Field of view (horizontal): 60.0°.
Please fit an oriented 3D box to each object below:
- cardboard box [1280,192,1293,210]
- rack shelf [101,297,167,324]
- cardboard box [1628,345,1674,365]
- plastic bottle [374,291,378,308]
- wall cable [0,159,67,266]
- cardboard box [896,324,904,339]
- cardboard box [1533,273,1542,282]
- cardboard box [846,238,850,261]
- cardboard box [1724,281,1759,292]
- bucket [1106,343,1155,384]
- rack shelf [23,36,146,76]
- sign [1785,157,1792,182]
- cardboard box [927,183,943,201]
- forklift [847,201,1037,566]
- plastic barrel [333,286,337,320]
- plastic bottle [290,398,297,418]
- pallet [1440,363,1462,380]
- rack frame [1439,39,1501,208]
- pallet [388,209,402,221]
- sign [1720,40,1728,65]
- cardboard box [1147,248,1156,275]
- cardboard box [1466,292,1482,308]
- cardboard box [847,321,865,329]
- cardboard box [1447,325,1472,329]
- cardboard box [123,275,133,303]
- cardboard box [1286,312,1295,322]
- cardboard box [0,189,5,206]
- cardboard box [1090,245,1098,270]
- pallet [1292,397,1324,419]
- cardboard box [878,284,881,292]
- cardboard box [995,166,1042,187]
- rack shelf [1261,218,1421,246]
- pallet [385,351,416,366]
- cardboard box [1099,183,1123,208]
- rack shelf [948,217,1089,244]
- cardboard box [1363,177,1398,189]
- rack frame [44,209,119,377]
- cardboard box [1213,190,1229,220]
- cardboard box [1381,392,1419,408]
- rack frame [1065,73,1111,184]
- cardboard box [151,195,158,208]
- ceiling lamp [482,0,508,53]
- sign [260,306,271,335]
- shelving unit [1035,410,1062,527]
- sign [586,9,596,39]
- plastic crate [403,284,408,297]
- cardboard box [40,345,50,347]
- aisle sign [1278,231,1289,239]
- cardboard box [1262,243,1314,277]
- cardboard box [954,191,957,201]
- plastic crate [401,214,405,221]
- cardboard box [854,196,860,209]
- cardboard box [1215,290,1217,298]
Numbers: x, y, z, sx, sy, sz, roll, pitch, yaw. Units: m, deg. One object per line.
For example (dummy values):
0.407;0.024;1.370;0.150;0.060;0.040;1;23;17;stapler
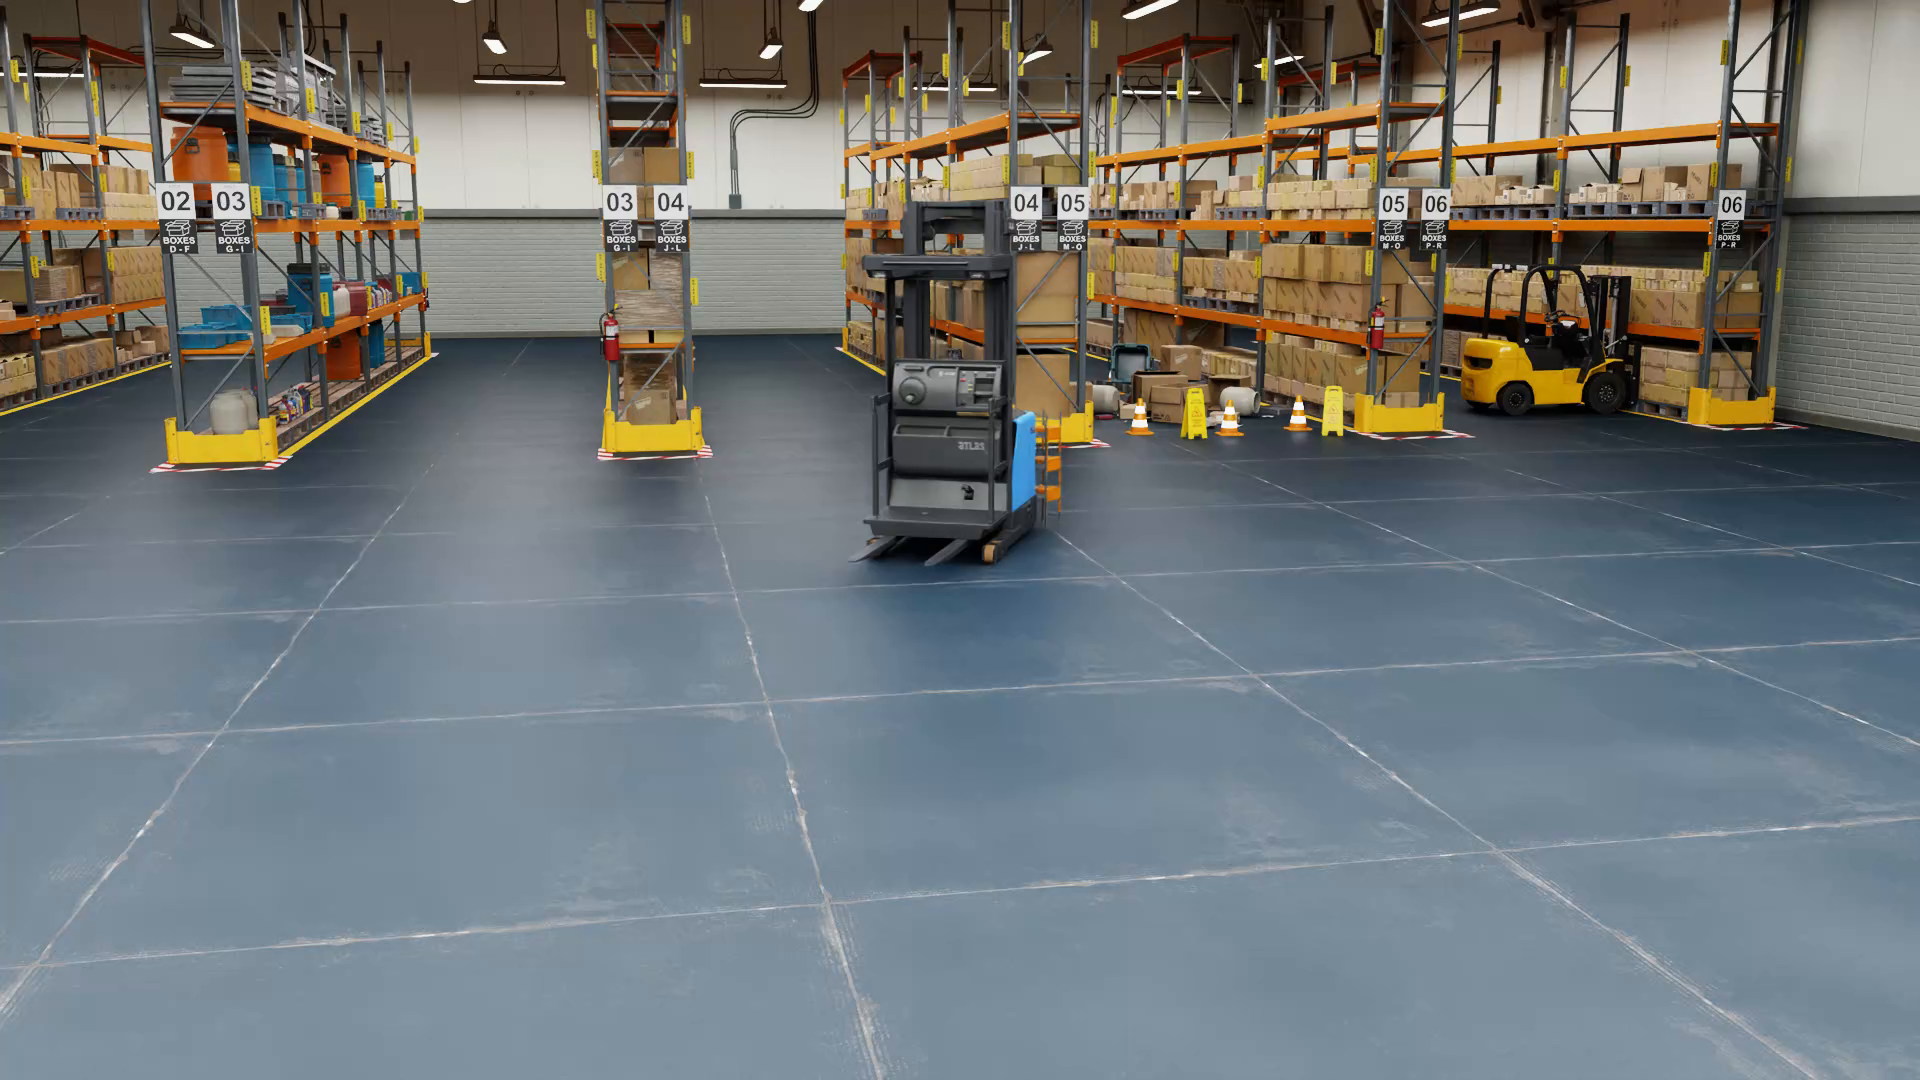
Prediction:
5.092;-5.039;24.732;0.500;0.250;0.500;-2;11;-11;cardboard box
-16.218;-4.439;31.919;1.077;0.370;4.000;-2;11;-11;rack shelf
10.203;-2.731;24.580;0.500;0.250;0.500;-2;11;-10;cardboard box
-10.246;-4.219;29.155;0.061;0.283;0.133;-2;11;-11;plastic bottle
-22.215;-7.450;38.077;3.097;2.526;0.112;-2;11;-11;wall cable
-0.948;-3.768;30.027;0.500;0.250;0.500;-2;11;-10;cardboard box
9.681;-4.328;27.412;0.380;0.149;0.250;-2;11;-12;cardboard box
-2.178;-6.275;35.904;0.500;0.500;0.500;-2;11;-11;cardboard box
11.000;-3.565;23.402;0.380;0.149;0.250;-2;11;-12;cardboard box
2.617;-2.677;25.428;0.726;0.611;0.620;2;1;9;bucket
-16.218;-9.018;31.047;1.077;0.370;4.000;-2;11;-11;rack shelf
11.357;-5.087;22.826;0.100;0.325;0.005;-2;11;-11;sign
-0.227;-5.478;26.281;0.500;0.311;0.500;-3;11;-13;cardboard box
-0.158;-1.318;13.781;1.130;2.935;3.031;3;11;14;forklift
-9.528;-3.522;24.817;0.433;0.535;0.433;0;11;0;plastic barrel
-8.808;-1.742;21.947;0.097;0.271;0.097;0;11;0;plastic bottle
9.377;-3.071;30.265;1.003;0.211;1.213;-2;11;-11;pallet
9.255;-7.540;30.244;1.000;3.000;0.127;-2;11;-11;rack frame
-10.722;-5.845;29.868;1.213;0.211;1.003;-2;11;-11;pallet
10.276;-6.553;22.350;0.100;0.325;0.005;-2;11;-11;sign
3.832;-5.222;31.171;0.500;0.500;0.500;-2;11;-11;cardboard box
9.302;-4.242;29.364;0.500;0.250;0.500;-2;11;-13;cardboard box
-2.236;-4.670;36.120;0.380;0.149;0.250;-3;11;-14;cardboard box
9.460;-3.997;31.501;0.380;0.149;0.250;-2;11;-8;cardboard box
-15.764;-4.672;30.951;0.500;0.500;0.500;-2;11;-10;cardboard box
5.107;-3.347;24.928;0.380;0.149;0.250;-2;11;-9;cardboard box
-14.908;-5.217;25.338;0.500;0.250;0.500;-3;11;-15;cardboard box
3.048;-5.948;34.985;0.500;0.500;0.500;-2;11;-10;cardboard box
5.571;-1.962;24.441;1.003;0.211;1.213;-2;11;-11;pallet
-1.296;-4.655;30.680;0.380;0.149;0.250;-3;11;-14;cardboard box
0.738;-4.627;21.176;0.500;0.250;0.500;-2;11;-10;cardboard box
5.554;-4.431;23.858;1.077;0.370;4.000;-2;11;-11;rack shelf
-11.392;-3.593;33.007;1.003;0.211;1.213;-2;11;-11;pallet
3.315;-7.171;34.662;0.797;0.503;0.637;-1;11;-7;cardboard box
0.718;-4.233;22.815;1.077;0.370;4.000;-2;11;-11;rack shelf
5.588;-4.738;22.082;0.380;0.149;0.250;-2;11;-10;cardboard box
-15.829;-4.425;29.925;1.000;3.000;0.127;-2;11;-11;rack frame
4.712;-5.657;28.098;0.797;0.503;0.637;-2;11;-11;cardboard box
6.058;-1.958;23.192;0.500;0.250;0.500;-2;11;-11;cardboard box
2.831;-8.826;37.001;1.000;3.000;0.127;-2;11;-11;rack frame
-16.257;-6.719;33.019;0.500;0.250;0.500;-2;11;-11;cardboard box
-8.062;-10.368;29.491;0.800;3.185;2.000;-2;11;-11;ceiling lamp
-8.095;-2.559;19.379;0.100;0.325;0.005;-2;11;-11;sign
0.781;-0.661;15.361;0.215;1.050;0.252;7;13;34;shelving unit
-4.326;-6.051;19.501;0.100;0.325;0.005;-2;11;-11;sign
-11.097;-4.918;32.802;0.416;0.233;0.300;-2;11;-11;plastic crate
-15.672;-3.034;28.122;0.500;0.500;0.500;-3;11;-13;cardboard box
7.398;-7.339;38.280;0.394;0.787;0.004;-2;11;-11;aisle sign
5.038;-4.276;25.402;0.700;0.500;0.500;-2;11;-12;cardboard box
0.119;-4.958;23.985;0.380;0.149;0.250;-2;11;-11;cardboard box
-11.103;-6.312;32.522;0.437;0.136;0.530;-2;11;-11;plastic crate
-1.885;-6.954;34.253;0.500;0.250;0.500;-3;11;-13;cardboard box
4.548;-4.180;28.186;0.380;0.149;0.250;-2;11;-9;cardboard box
